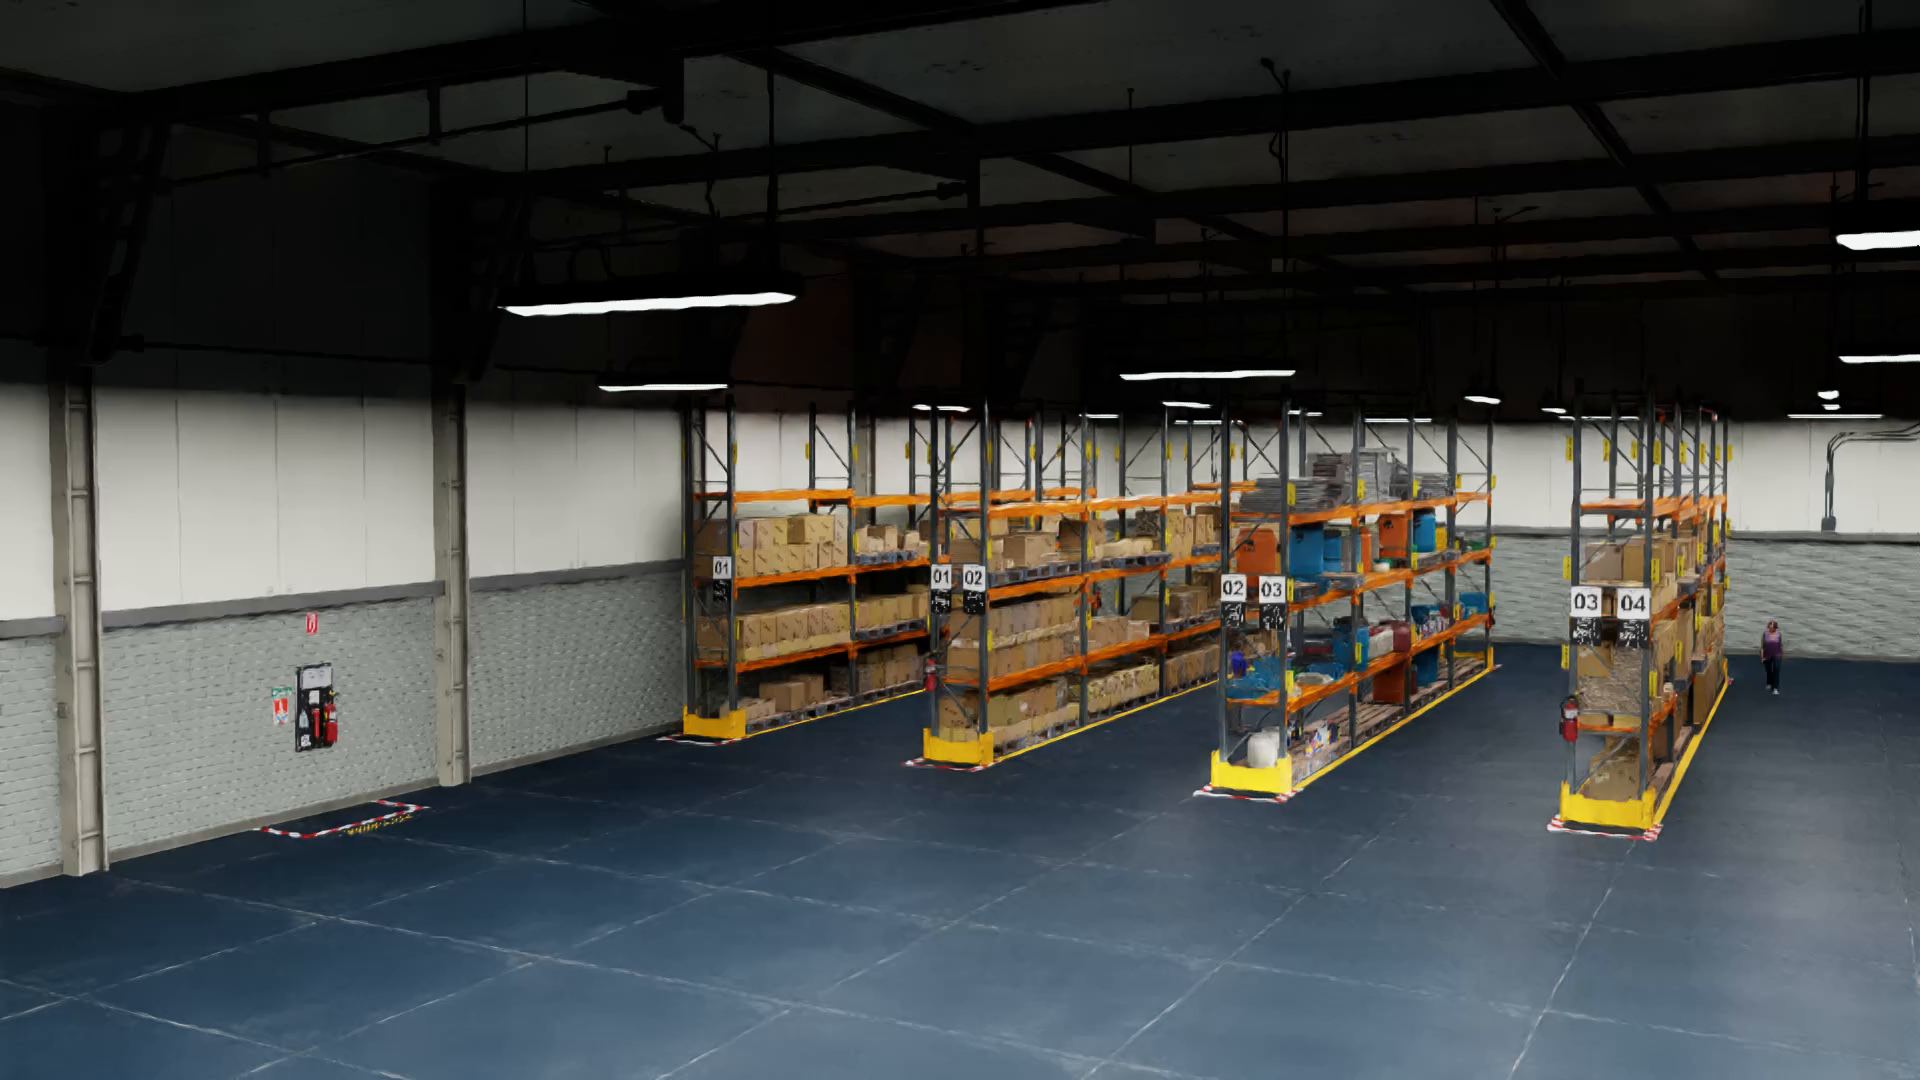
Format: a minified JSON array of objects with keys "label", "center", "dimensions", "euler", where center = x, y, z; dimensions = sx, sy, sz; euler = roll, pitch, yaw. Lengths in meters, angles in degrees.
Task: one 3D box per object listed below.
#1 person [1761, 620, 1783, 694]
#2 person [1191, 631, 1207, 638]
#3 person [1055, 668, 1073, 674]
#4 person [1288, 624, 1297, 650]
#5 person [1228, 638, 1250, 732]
[{"label":"person","center":[16.887,2.408,34.605],"dimensions":[0.417,1.517,1.037],"euler":[2,3,30]},{"label":"person","center":[6.439,1.802,44.866],"dimensions":[0.554,1.669,1.040],"euler":[2,3,27]},{"label":"person","center":[2.328,2.297,37.207],"dimensions":[0.566,1.508,0.519],"euler":[1,3,25]},{"label":"person","center":[8.118,1.888,42.020],"dimensions":[0.616,1.780,0.598],"euler":[-2,3,-27]},{"label":"person","center":[5.022,2.589,29.859],"dimensions":[0.414,1.666,0.507],"euler":[0,3,-3]}]
